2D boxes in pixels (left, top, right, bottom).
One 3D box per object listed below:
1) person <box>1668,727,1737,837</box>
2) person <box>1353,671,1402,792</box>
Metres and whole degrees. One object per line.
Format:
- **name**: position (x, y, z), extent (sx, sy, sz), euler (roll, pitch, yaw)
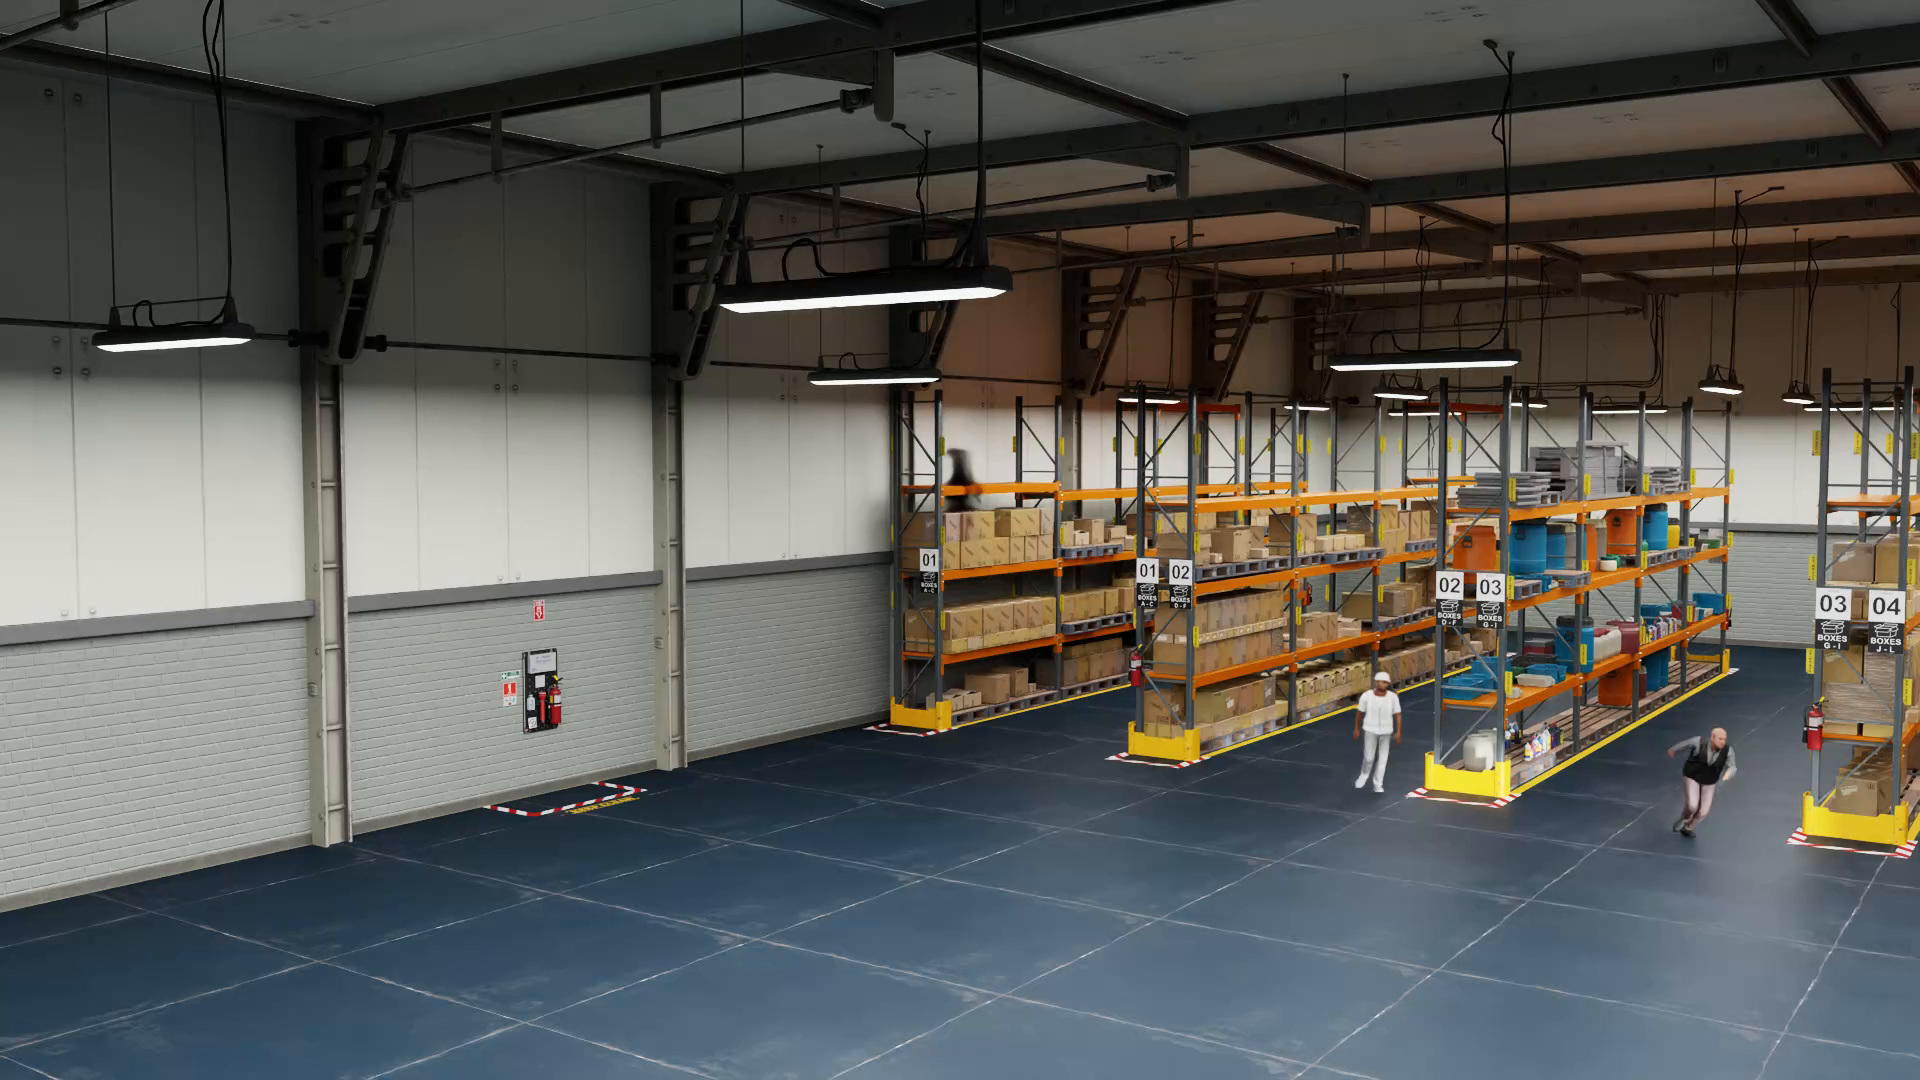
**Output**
- **person**: position (9.409, 3.065, 20.999), extent (0.646, 1.497, 0.988), euler (0, 3, 4)
- **person**: position (6.019, 2.761, 23.964), extent (0.644, 1.748, 0.496), euler (0, 3, 3)
